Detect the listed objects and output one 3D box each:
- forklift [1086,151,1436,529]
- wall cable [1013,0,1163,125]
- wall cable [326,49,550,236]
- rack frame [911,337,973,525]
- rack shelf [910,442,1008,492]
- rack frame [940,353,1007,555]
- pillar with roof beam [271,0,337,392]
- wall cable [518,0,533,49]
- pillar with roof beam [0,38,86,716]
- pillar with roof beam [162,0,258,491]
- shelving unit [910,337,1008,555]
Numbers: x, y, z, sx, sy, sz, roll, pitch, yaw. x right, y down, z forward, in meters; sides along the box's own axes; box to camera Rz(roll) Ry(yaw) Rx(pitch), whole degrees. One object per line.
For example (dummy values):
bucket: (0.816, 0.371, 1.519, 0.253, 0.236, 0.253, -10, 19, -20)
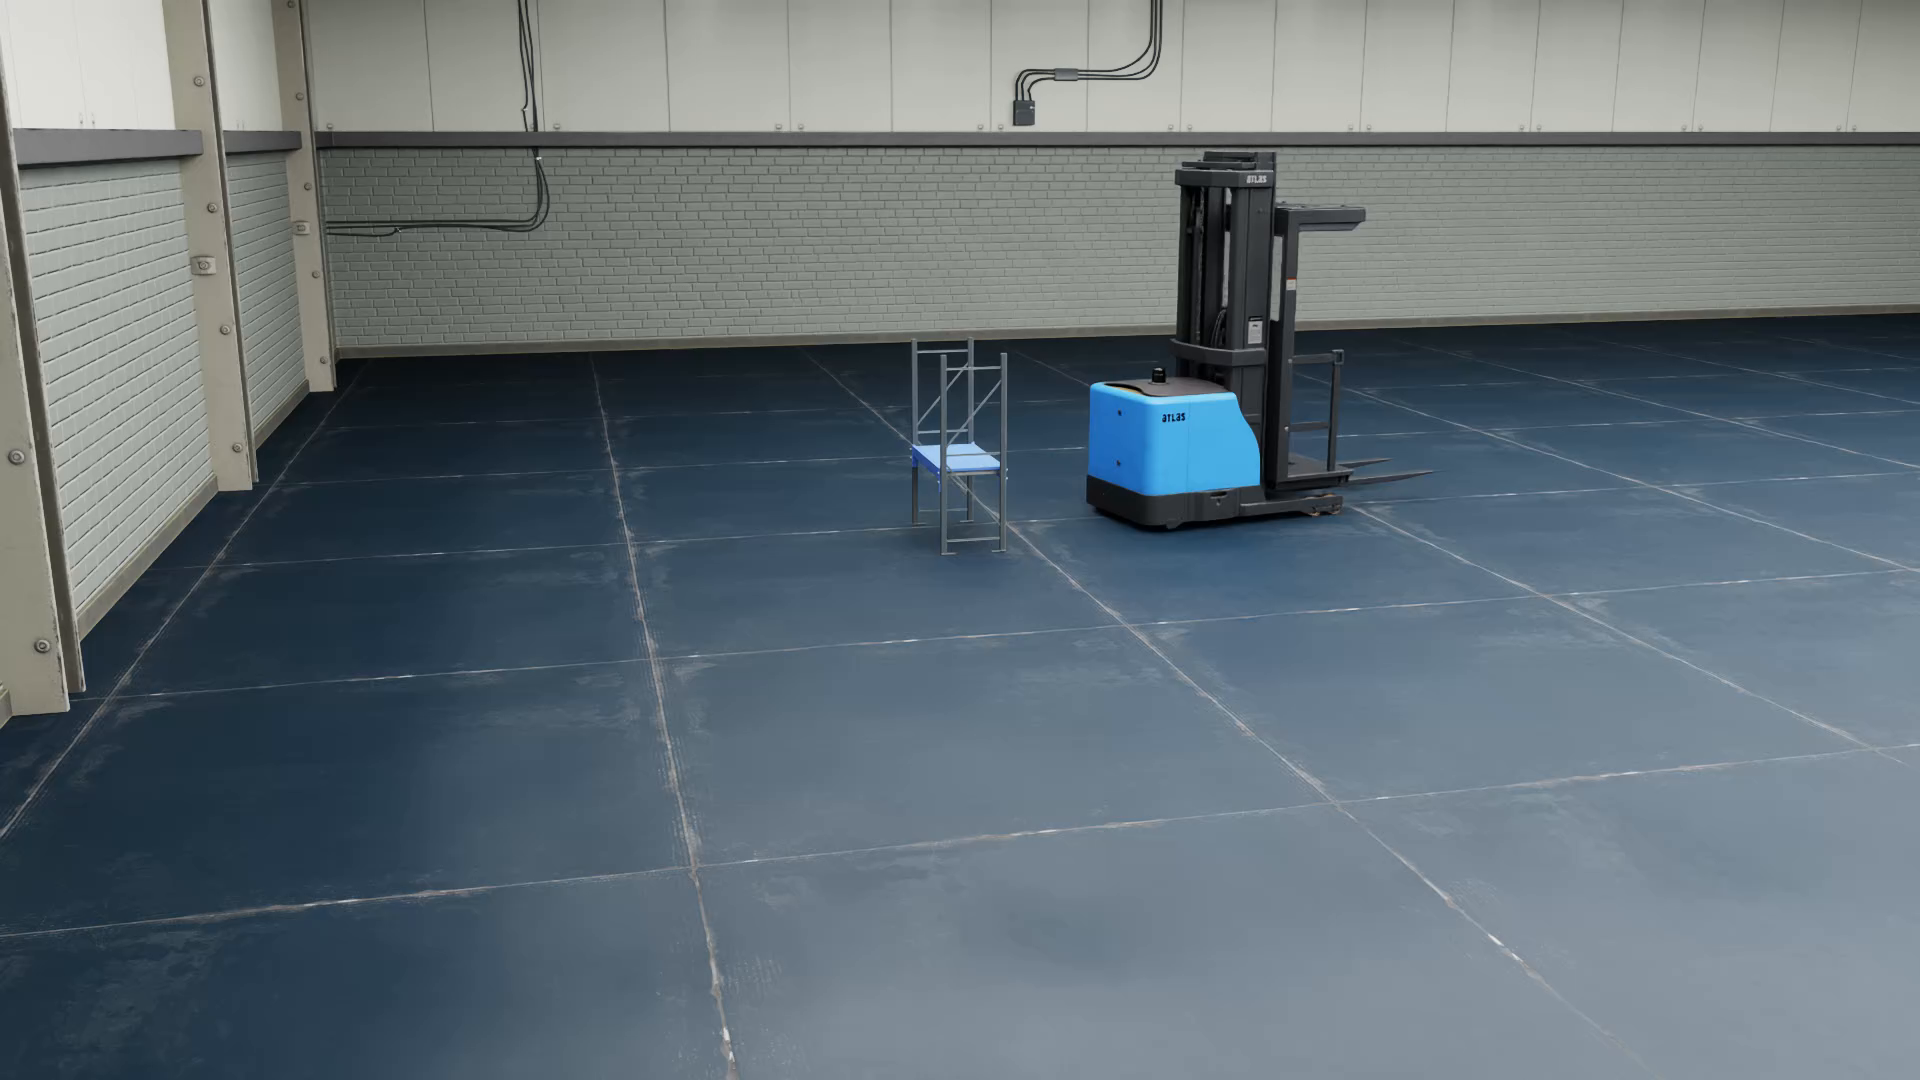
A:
forklift: (2.617, -1.723, 13.805, 3.031, 2.935, 1.130, -6, 15, -24)
wall cable: (1.932, -9.170, 24.333, 2.305, 6.003, 0.169, -3, 14, -13)
wall cable: (-7.300, -5.484, 22.955, 3.097, 2.526, 0.112, -3, 14, -13)
rack frame: (-0.139, -0.866, 13.310, 0.500, 1.500, 0.032, -3, 14, -13)
rack shelf: (-0.020, -0.574, 12.872, 0.538, 0.185, 1.000, -3, 14, -13)
rack frame: (0.099, -0.631, 12.350, 0.500, 1.500, 0.032, -3, 14, -13)
pillar with roof beam: (-3.709, -6.479, 20.485, 9.100, 9.000, 0.400, -3, 14, -13)
wall cable: (-4.670, -8.088, 22.972, 3.097, 2.526, 0.112, -3, 14, -13)
pillar with roof beam: (-0.891, -3.710, 9.154, 9.100, 9.000, 0.400, -3, 14, -13)
pillar with roof beam: (-2.300, -5.095, 14.819, 9.100, 9.000, 0.400, -3, 14, -13)
shelving unit: (-0.020, -0.748, 12.830, 0.538, 1.500, 1.048, -3, 14, -13)
